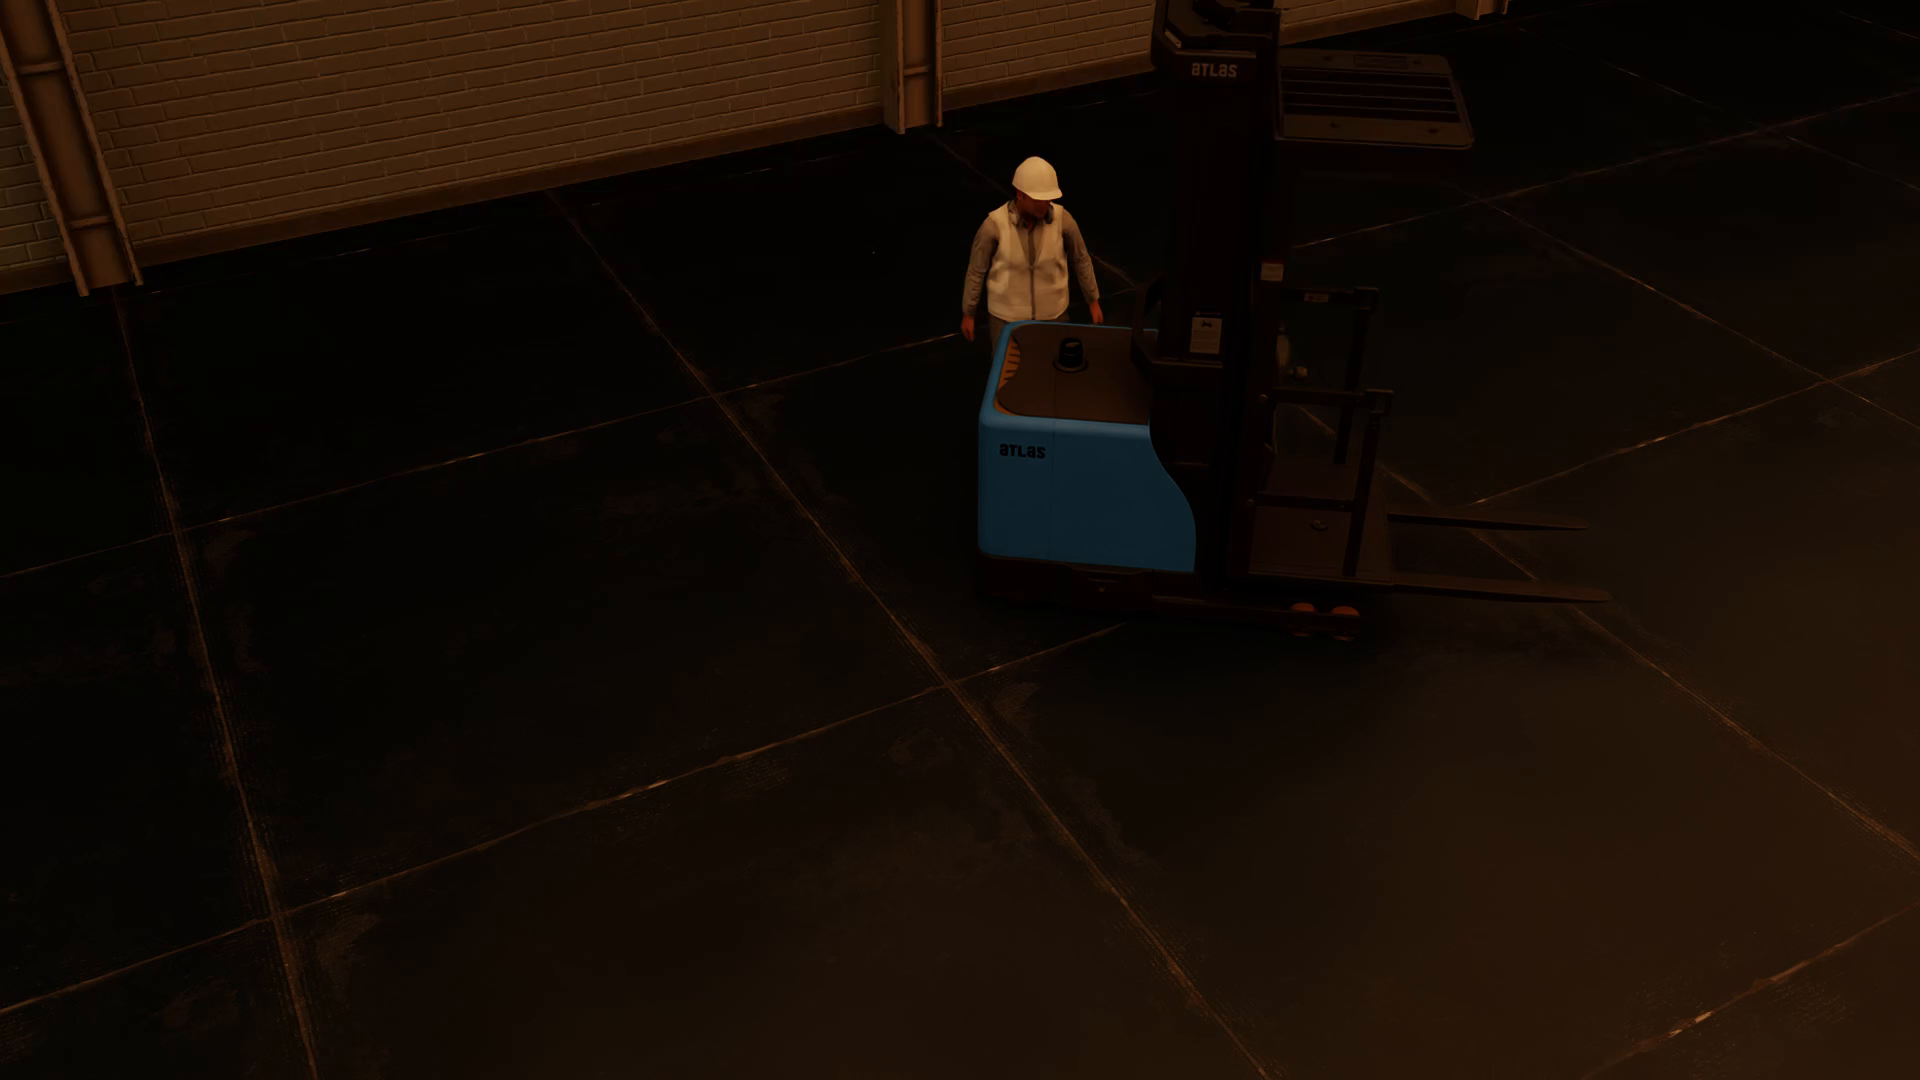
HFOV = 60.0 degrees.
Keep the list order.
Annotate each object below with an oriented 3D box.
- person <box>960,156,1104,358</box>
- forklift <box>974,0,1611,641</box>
[{"bbox_3d":[0.387,-1.222,8.877,0.763,1.748,0.421,-6,36,-8],"label":"person"},{"bbox_3d":[1.631,-1.043,7.598,3.031,2.935,1.130,5,36,7],"label":"forklift"}]
